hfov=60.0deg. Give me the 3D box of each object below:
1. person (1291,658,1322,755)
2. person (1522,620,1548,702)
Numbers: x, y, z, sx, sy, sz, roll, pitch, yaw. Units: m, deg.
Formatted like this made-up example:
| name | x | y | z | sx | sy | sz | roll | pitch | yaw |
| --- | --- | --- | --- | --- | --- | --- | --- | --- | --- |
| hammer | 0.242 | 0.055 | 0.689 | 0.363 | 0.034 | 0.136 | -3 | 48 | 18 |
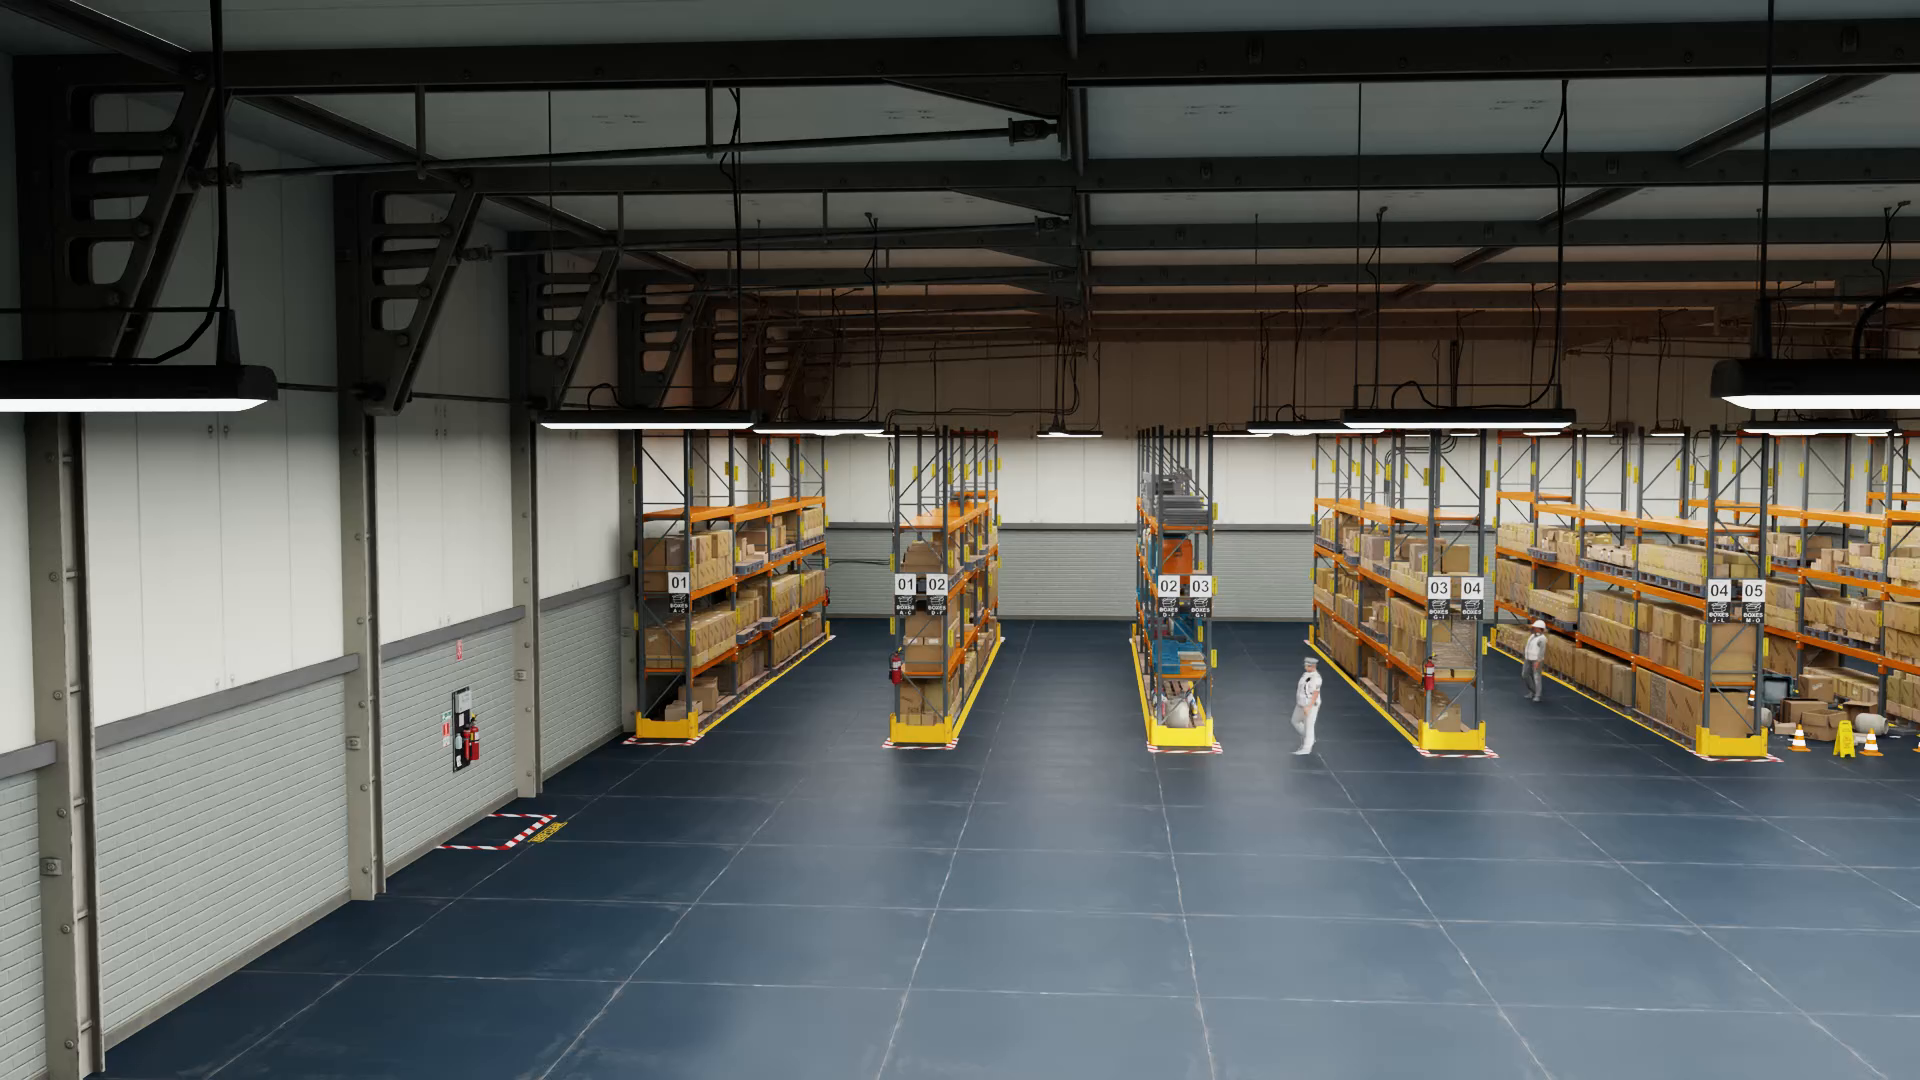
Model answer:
| name | x | y | z | sx | sy | sz | roll | pitch | yaw |
| --- | --- | --- | --- | --- | --- | --- | --- | --- | --- |
| person | 6.310 | 3.033 | 30.375 | 0.554 | 1.768 | 0.606 | -2 | 4 | -25 |
| person | 12.629 | 2.649 | 36.560 | 0.424 | 1.789 | 0.630 | -1 | 4 | -21 |
